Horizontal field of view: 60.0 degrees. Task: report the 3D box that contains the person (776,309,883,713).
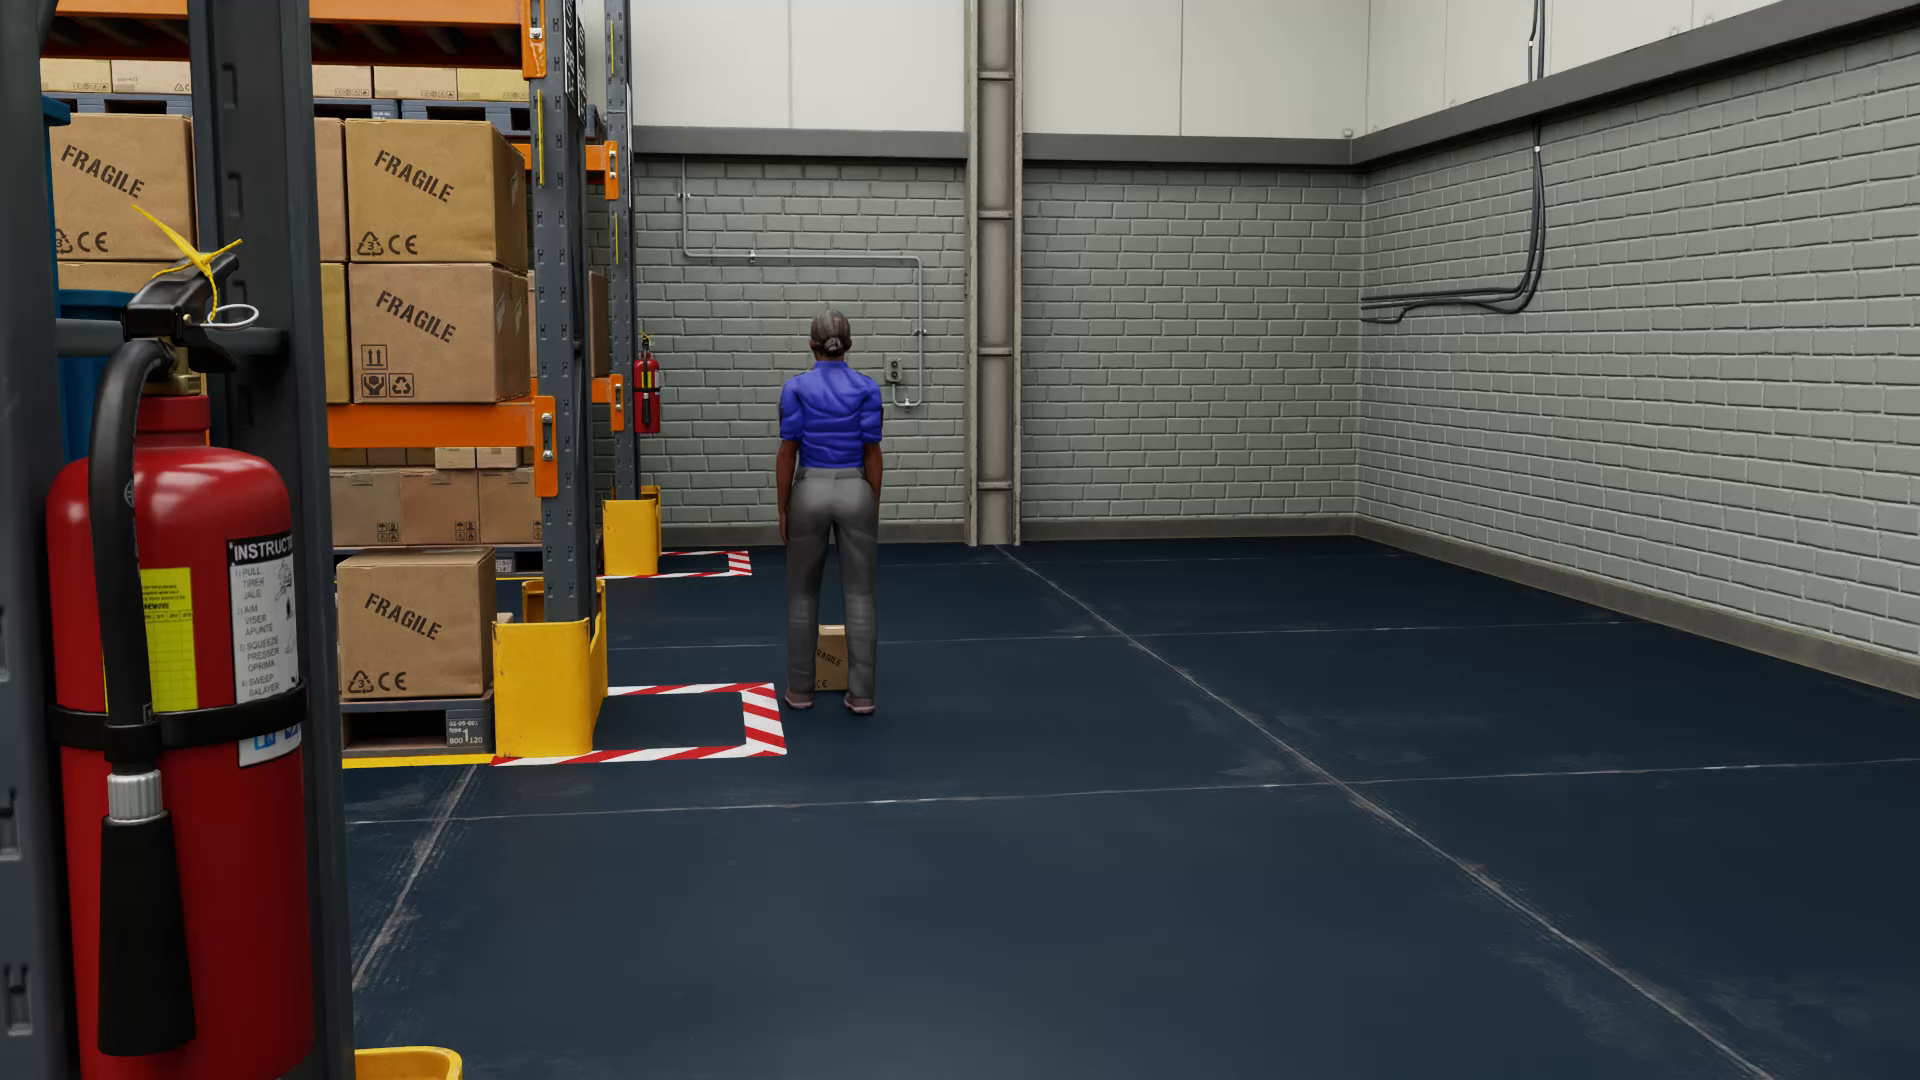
[{"bbox_3d":[-0.541,-0.122,6.905,0.440,1.656,0.419,-1,7,-7],"label":"person"}]
